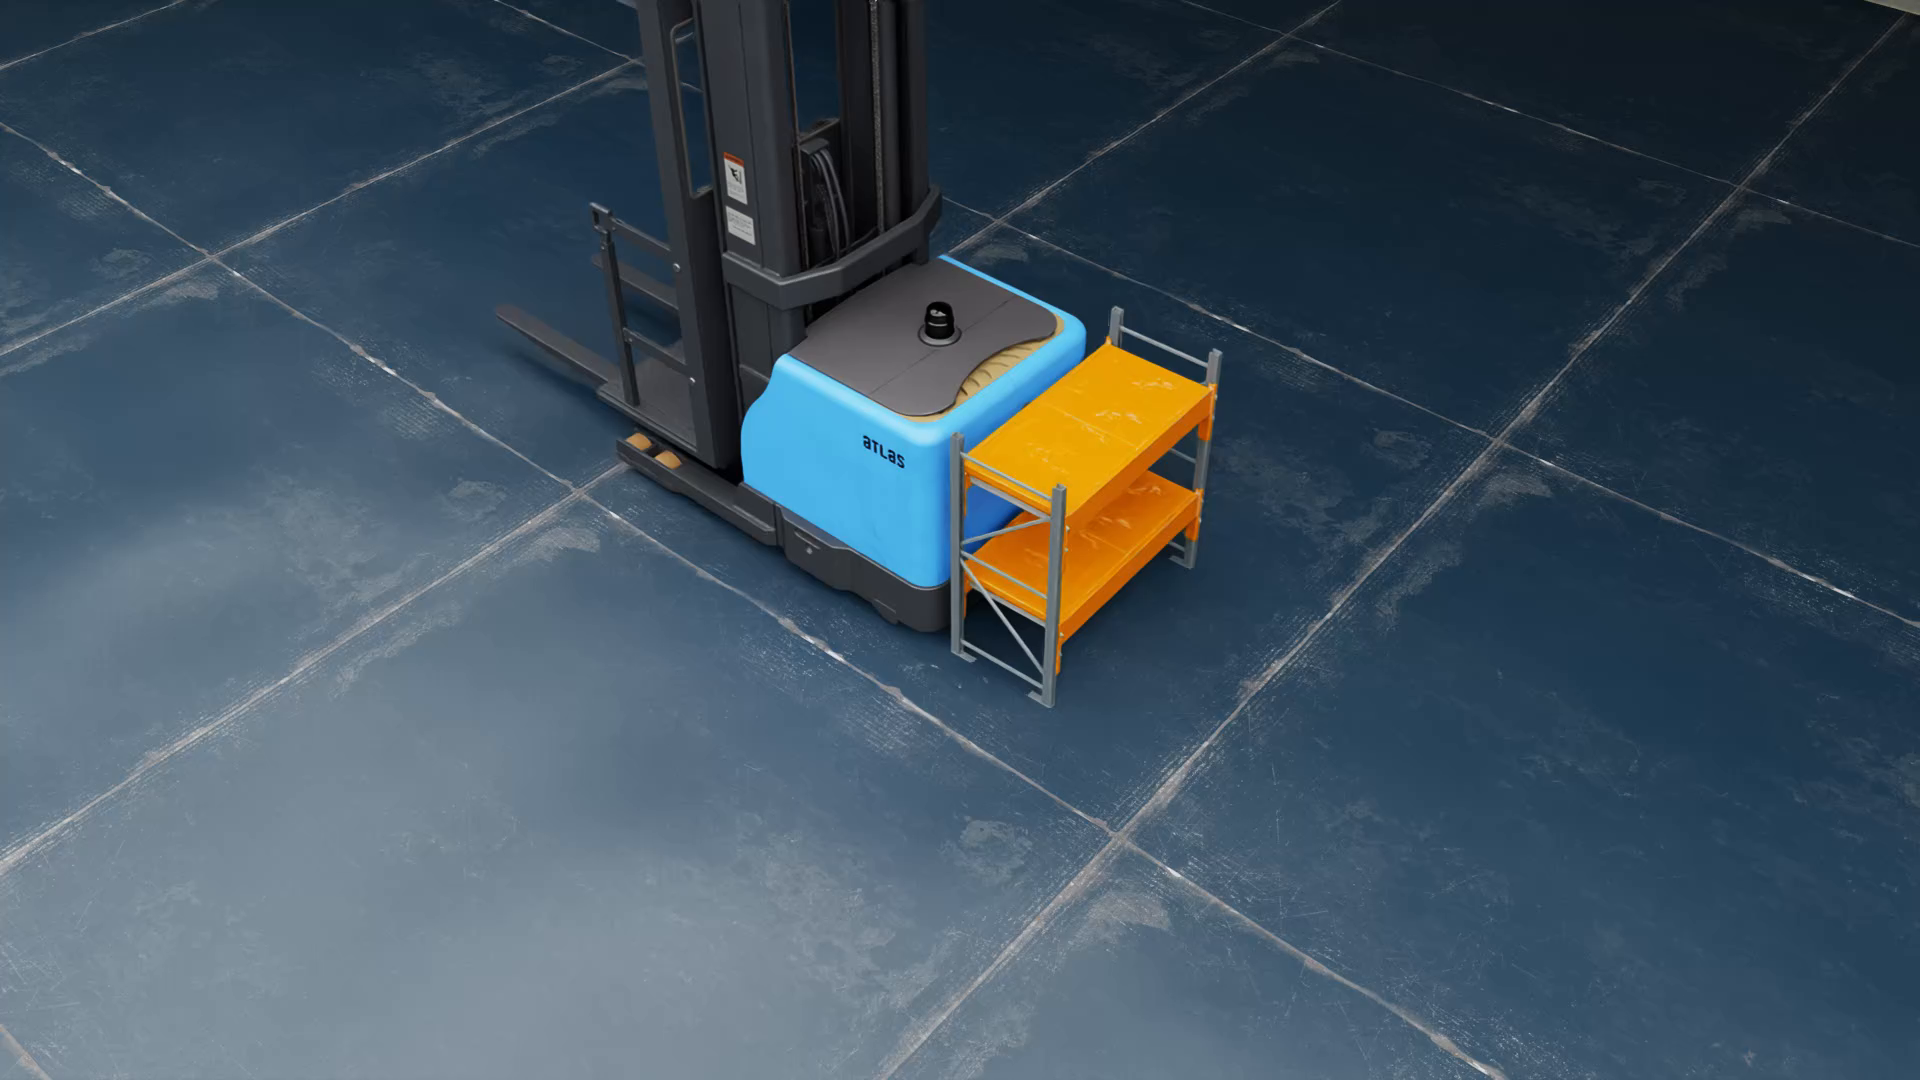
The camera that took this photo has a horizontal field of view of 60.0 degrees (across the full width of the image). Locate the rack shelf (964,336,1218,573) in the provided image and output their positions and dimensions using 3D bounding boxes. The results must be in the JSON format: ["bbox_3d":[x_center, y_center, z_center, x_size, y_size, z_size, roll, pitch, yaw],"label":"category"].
[{"bbox_3d":[0.485,-0.349,6.363,0.538,0.278,1.000,28,49,27],"label":"rack shelf"}]

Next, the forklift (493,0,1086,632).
[{"bbox_3d":[-0.927,-1.559,6.786,3.031,2.935,1.130,30,50,29],"label":"forklift"}]

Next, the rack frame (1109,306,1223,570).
[{"bbox_3d":[0.802,-0.400,6.854,0.500,1.125,0.032,28,49,27],"label":"rack frame"}]

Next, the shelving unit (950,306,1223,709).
[{"bbox_3d":[0.485,-0.133,6.560,0.538,1.125,1.048,28,49,27],"label":"shelving unit"}]

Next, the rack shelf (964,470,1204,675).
[{"bbox_3d":[0.485,0.048,6.724,0.538,0.278,1.000,28,49,27],"label":"rack shelf"}]

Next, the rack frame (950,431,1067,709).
[{"bbox_3d":[0.168,0.135,6.266,0.500,1.125,0.032,28,49,27],"label":"rack frame"}]
